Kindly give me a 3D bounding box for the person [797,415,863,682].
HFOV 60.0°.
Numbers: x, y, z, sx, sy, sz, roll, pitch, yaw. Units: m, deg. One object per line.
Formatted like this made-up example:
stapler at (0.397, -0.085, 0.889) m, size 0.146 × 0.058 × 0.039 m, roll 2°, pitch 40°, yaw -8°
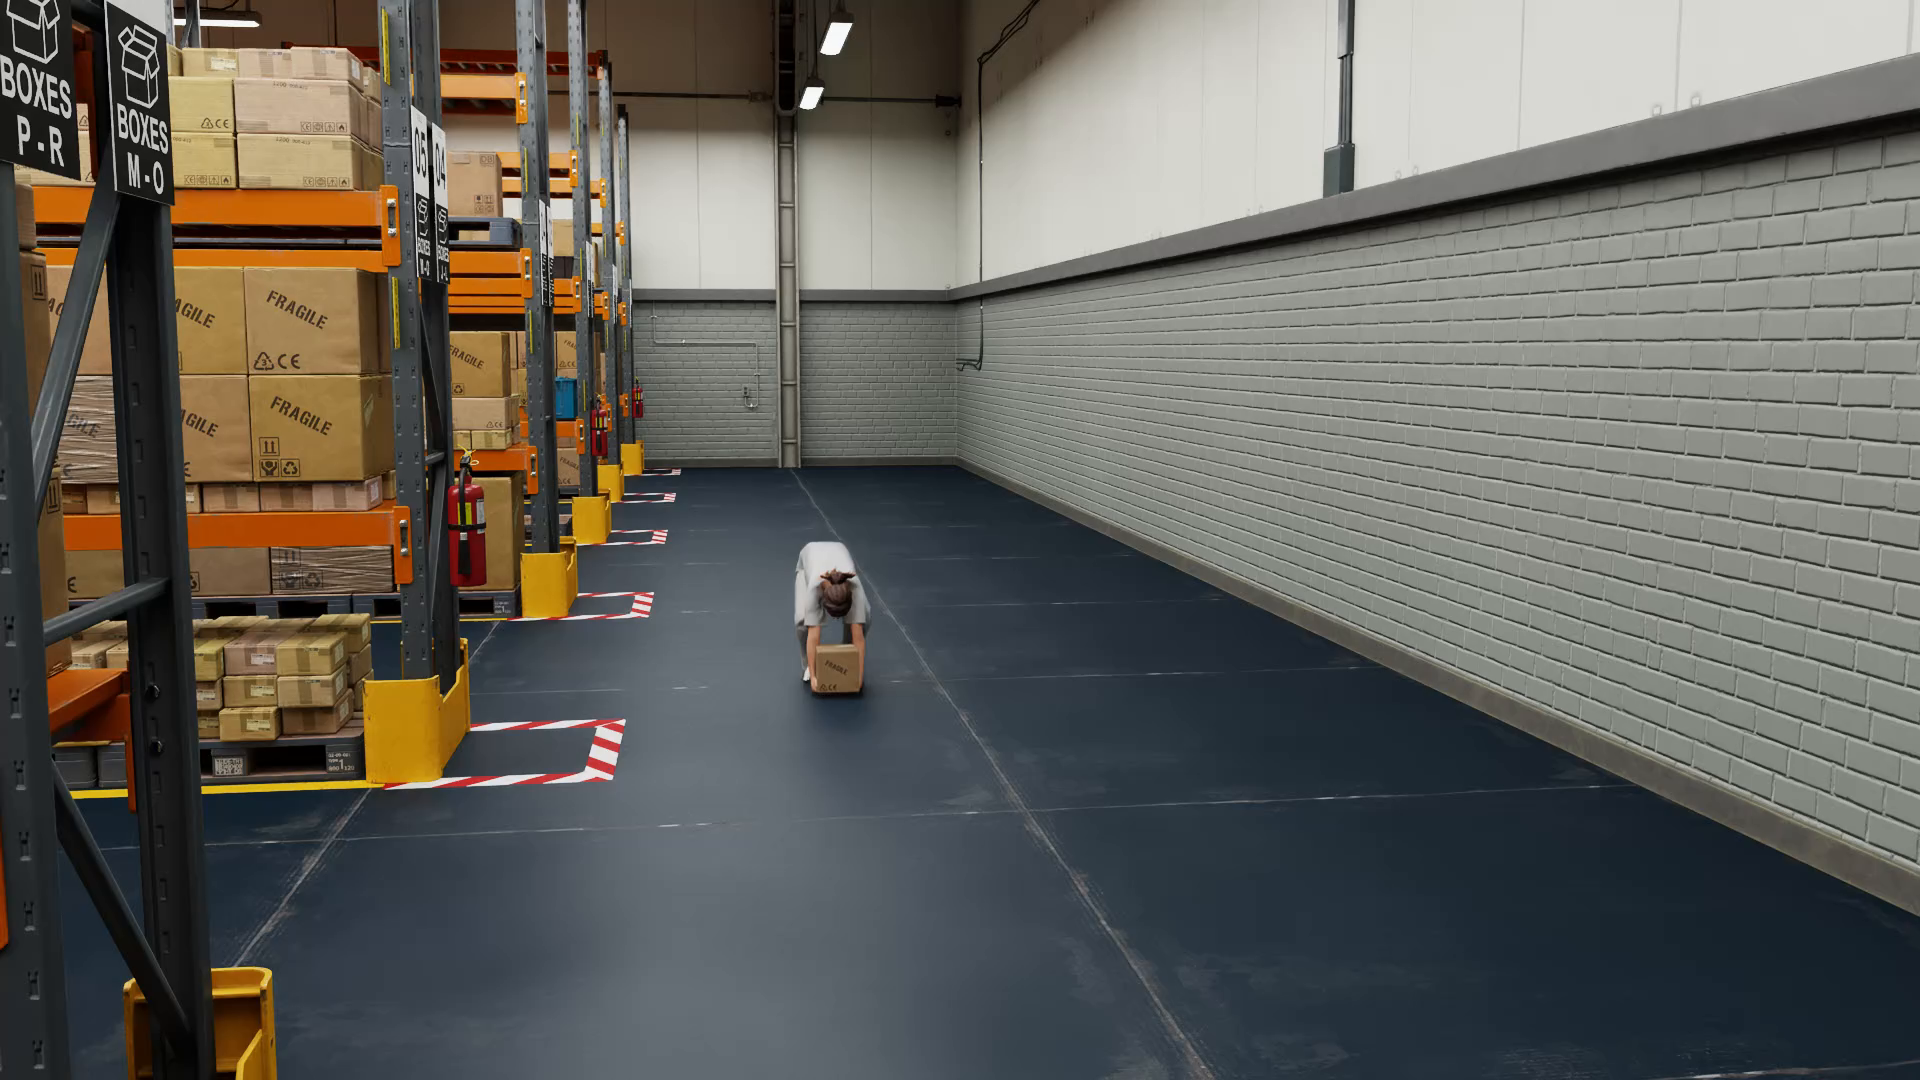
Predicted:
person at (-0.801, 0.061, 10.338) m, size 0.410 × 1.667 × 0.508 m, roll -1°, pitch 7°, yaw -10°
